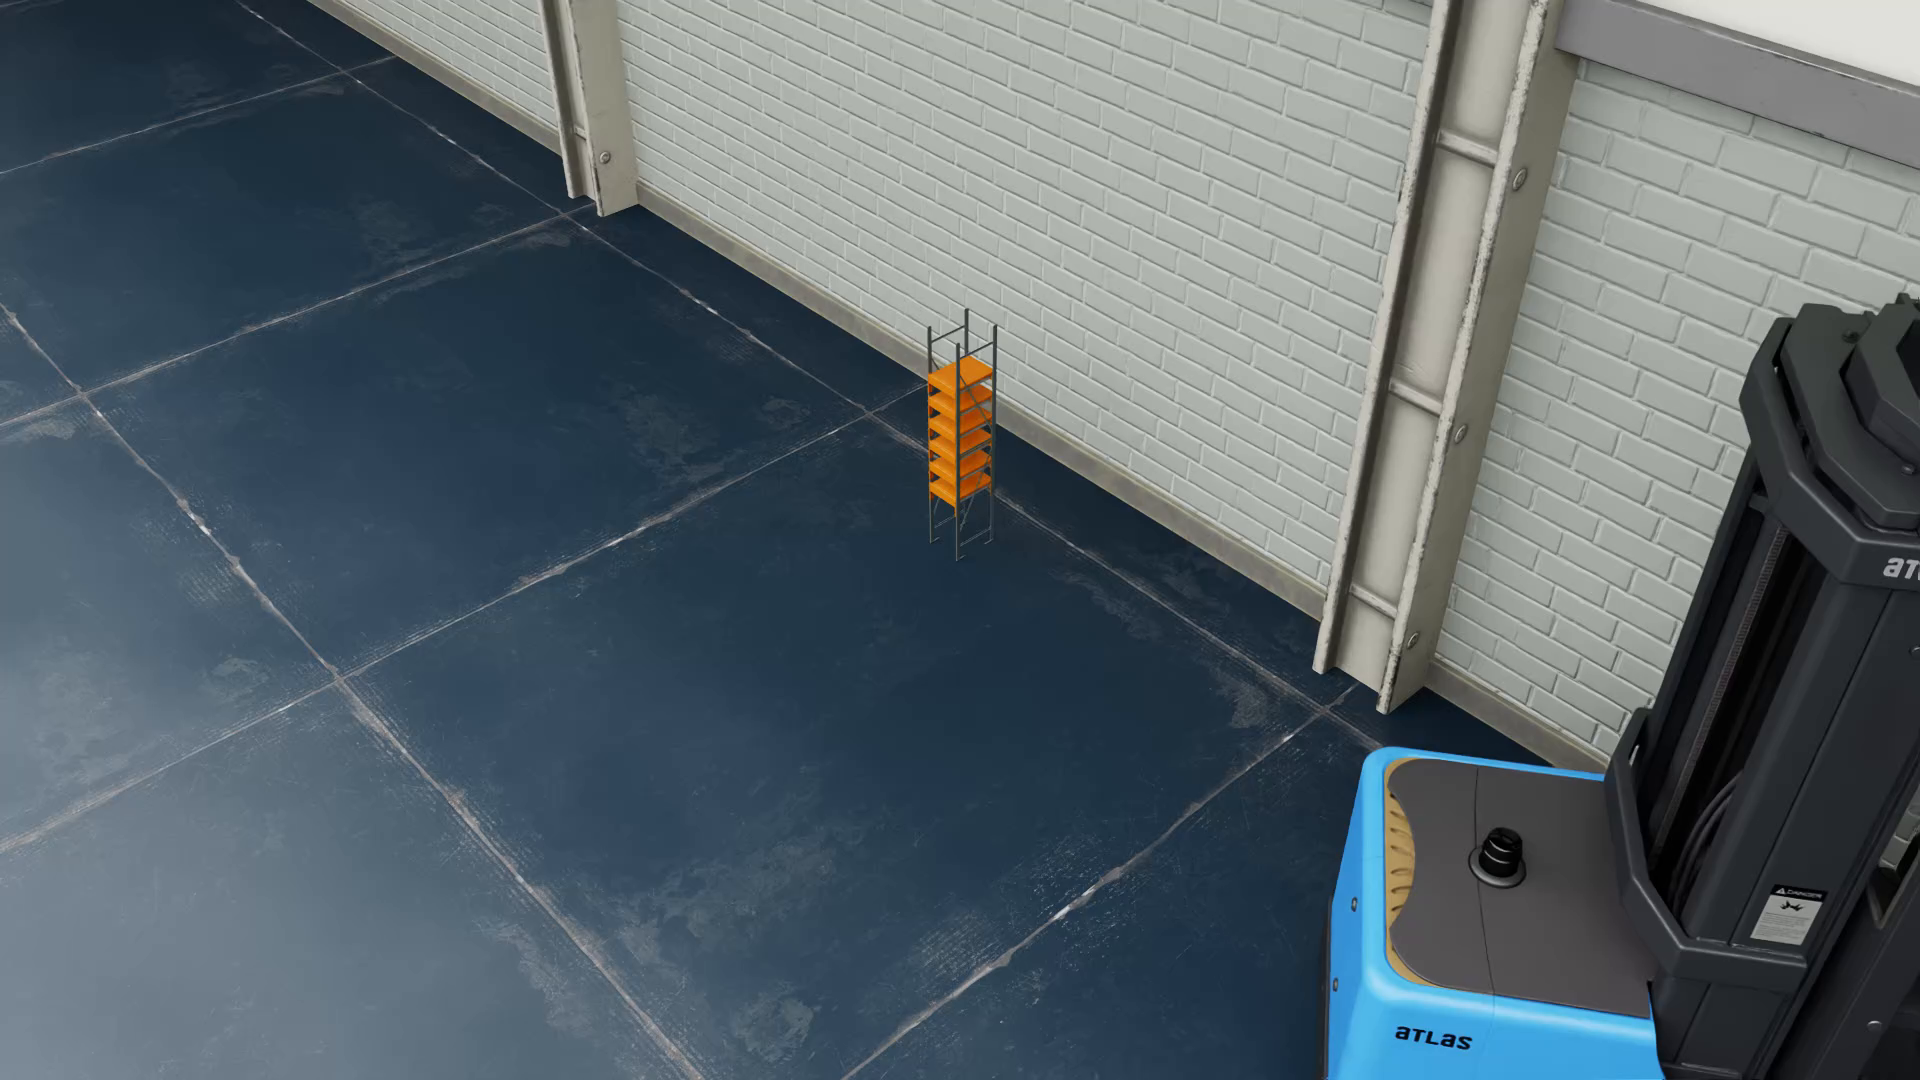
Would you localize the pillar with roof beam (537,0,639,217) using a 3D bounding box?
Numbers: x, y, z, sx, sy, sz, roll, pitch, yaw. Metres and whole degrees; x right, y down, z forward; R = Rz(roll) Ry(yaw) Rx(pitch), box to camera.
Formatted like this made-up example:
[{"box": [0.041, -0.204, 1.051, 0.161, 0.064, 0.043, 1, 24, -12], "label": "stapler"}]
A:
[{"box": [-5.446, -3.862, 5.578, 9.100, 9.000, 0.400, -30, 48, -32], "label": "pillar with roof beam"}]

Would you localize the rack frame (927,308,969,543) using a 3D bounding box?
[{"box": [-0.052, -0.502, 7.625, 0.240, 1.200, 0.006, -30, 48, -32], "label": "rack frame"}]

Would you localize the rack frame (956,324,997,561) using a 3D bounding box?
[{"box": [0.072, -0.418, 7.520, 0.240, 1.200, 0.006, -30, 48, -32], "label": "rack frame"}]

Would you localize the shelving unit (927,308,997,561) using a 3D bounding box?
[{"box": [0.010, -0.460, 7.573, 0.258, 1.200, 0.189, -30, 48, -32], "label": "shelving unit"}]

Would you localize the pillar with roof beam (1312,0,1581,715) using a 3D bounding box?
[{"box": [-1.388, -1.085, 2.140, 9.100, 9.000, 0.400, -30, 48, -32], "label": "pillar with roof beam"}]

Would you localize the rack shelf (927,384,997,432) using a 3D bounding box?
[{"box": [0.010, -0.612, 7.450, 0.258, 0.103, 0.180, -30, 48, -32], "label": "rack shelf"}]

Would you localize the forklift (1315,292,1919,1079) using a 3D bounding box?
[{"box": [2.707, 0.830, 4.597, 3.031, 2.935, 1.130, 7, 39, 8], "label": "forklift"}]

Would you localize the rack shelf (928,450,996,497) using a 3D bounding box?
[{"box": [0.010, -0.332, 7.676, 0.258, 0.103, 0.180, -30, 48, -32], "label": "rack shelf"}]

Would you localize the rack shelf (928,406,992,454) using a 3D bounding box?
[{"box": [0.010, -0.519, 7.525, 0.258, 0.103, 0.180, -30, 48, -32], "label": "rack shelf"}]

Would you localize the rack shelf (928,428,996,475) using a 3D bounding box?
[{"box": [0.010, -0.426, 7.600, 0.258, 0.103, 0.180, -30, 48, -32], "label": "rack shelf"}]

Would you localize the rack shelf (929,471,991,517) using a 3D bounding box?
[{"box": [0.010, -0.239, 7.751, 0.258, 0.103, 0.180, -30, 48, -32], "label": "rack shelf"}]

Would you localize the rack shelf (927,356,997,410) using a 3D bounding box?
[{"box": [0.010, -0.706, 7.374, 0.258, 0.103, 0.180, -30, 48, -32], "label": "rack shelf"}]
